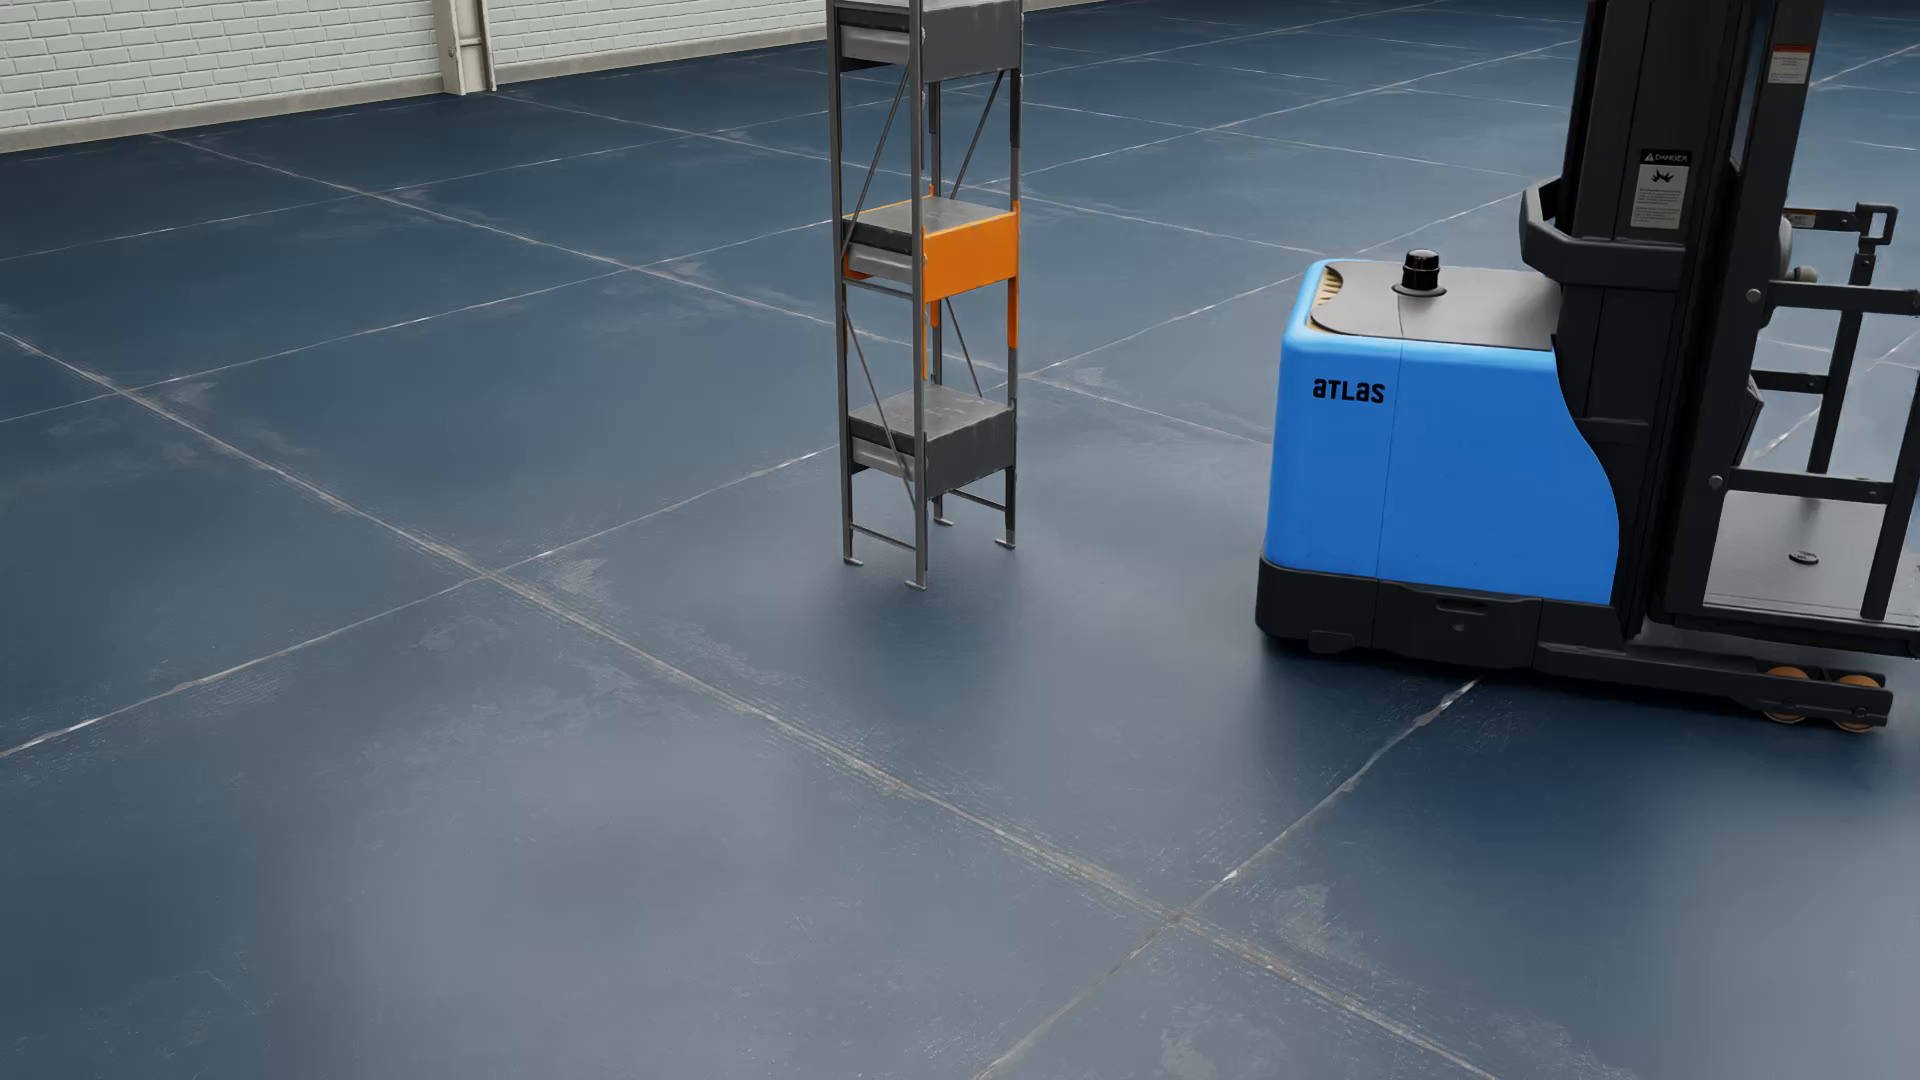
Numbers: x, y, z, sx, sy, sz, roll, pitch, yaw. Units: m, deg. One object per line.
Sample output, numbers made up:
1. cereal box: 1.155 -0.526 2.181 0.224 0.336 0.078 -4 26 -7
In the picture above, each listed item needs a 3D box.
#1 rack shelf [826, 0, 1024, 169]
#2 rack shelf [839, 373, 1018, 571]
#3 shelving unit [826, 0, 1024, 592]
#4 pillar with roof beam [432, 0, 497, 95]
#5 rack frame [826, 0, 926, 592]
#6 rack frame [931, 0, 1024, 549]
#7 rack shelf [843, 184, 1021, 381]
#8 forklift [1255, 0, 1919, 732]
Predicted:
1. rack shelf: -0.110 -1.534 5.427 0.431 0.518 0.480 20 31 38
2. rack shelf: -0.110 -0.256 6.000 0.431 0.518 0.480 20 31 38
3. shelving unit: -0.110 -0.908 5.708 0.431 2.100 0.503 20 31 38
4. pillar with roof beam: -1.425 -7.175 11.254 9.100 9.000 0.400 20 31 38
5. rack frame: -0.273 -0.833 5.542 0.400 2.100 0.015 20 31 38
6. rack frame: 0.052 -0.982 5.874 0.400 2.100 0.015 20 31 38
7. rack shelf: -0.110 -0.895 5.714 0.431 0.518 0.480 20 31 38
8. forklift: 2.546 -1.006 4.910 3.031 2.935 1.130 7 25 14
